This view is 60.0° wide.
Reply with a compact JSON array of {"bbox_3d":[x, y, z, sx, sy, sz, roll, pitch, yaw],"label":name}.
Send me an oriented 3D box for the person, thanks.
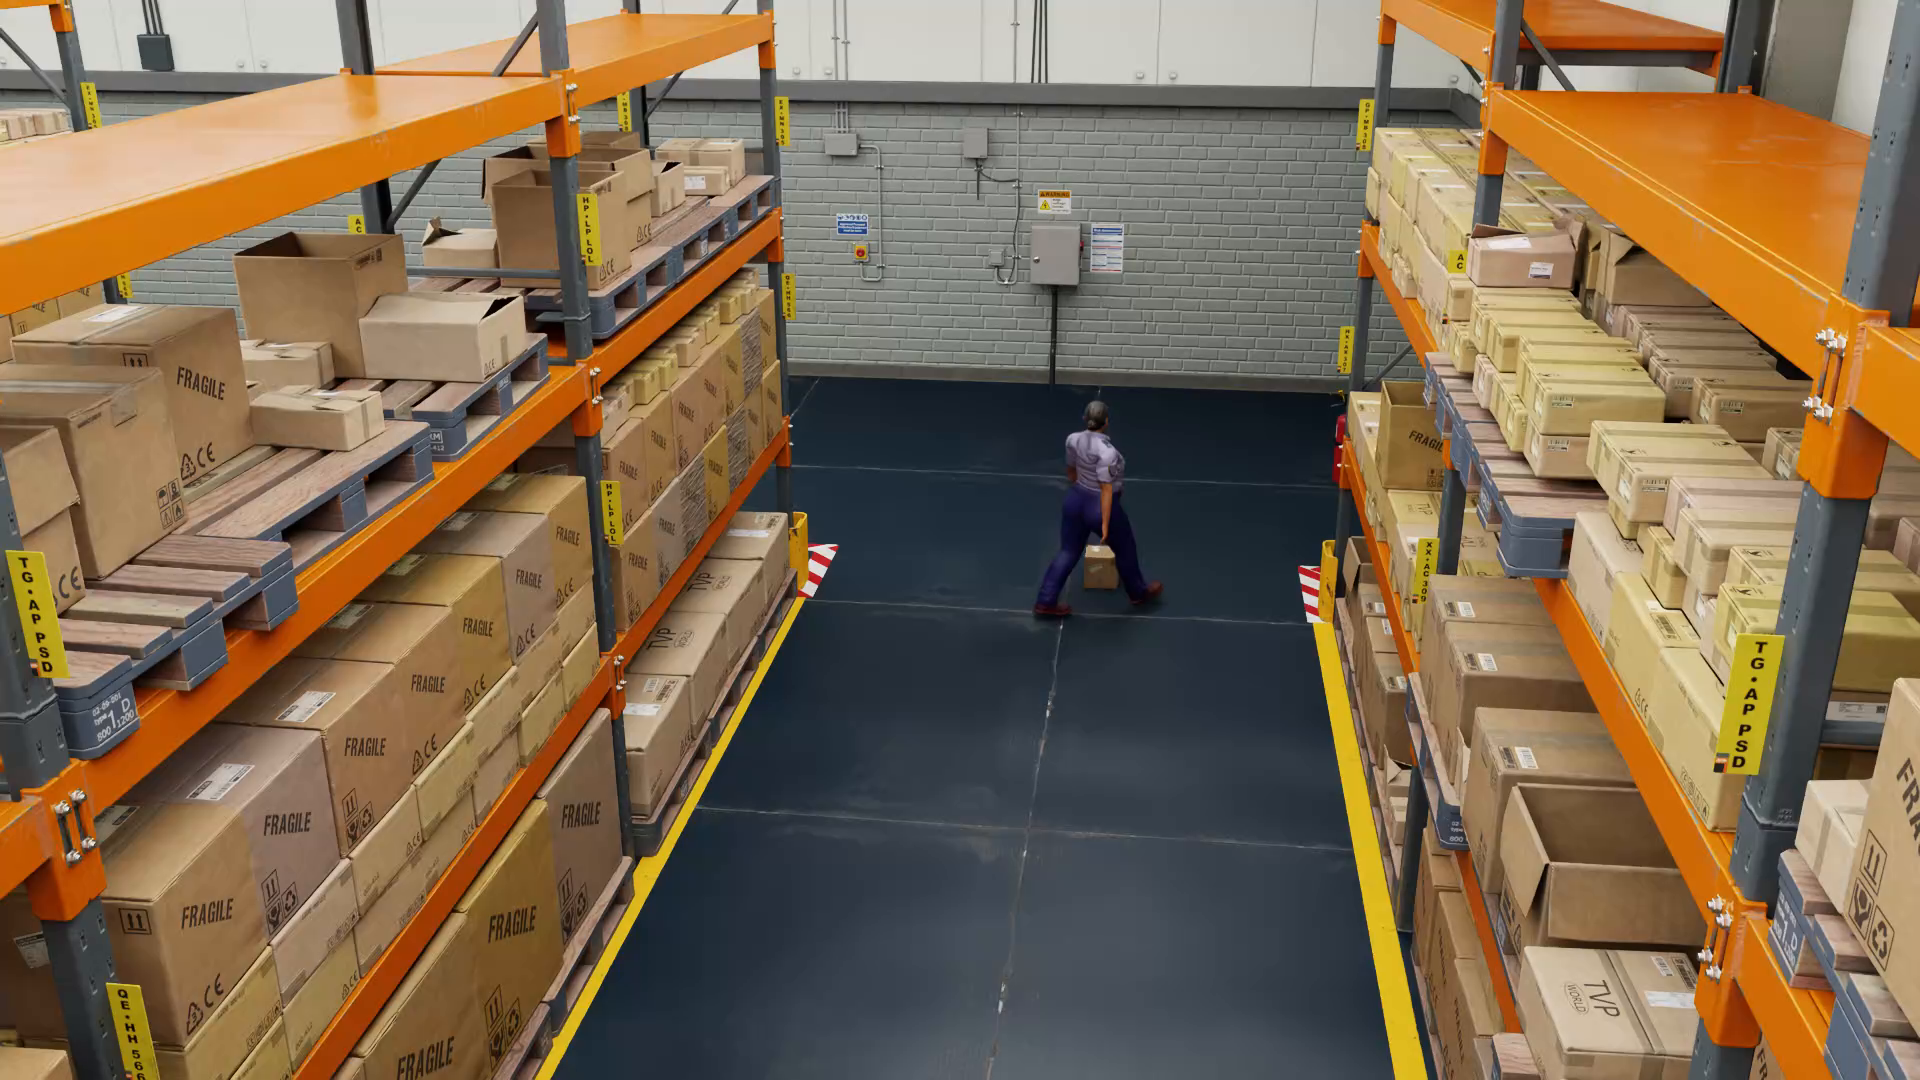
[{"bbox_3d":[1.001,-0.248,11.804,0.990,1.573,0.503,-20,29,-41],"label":"person"}]
